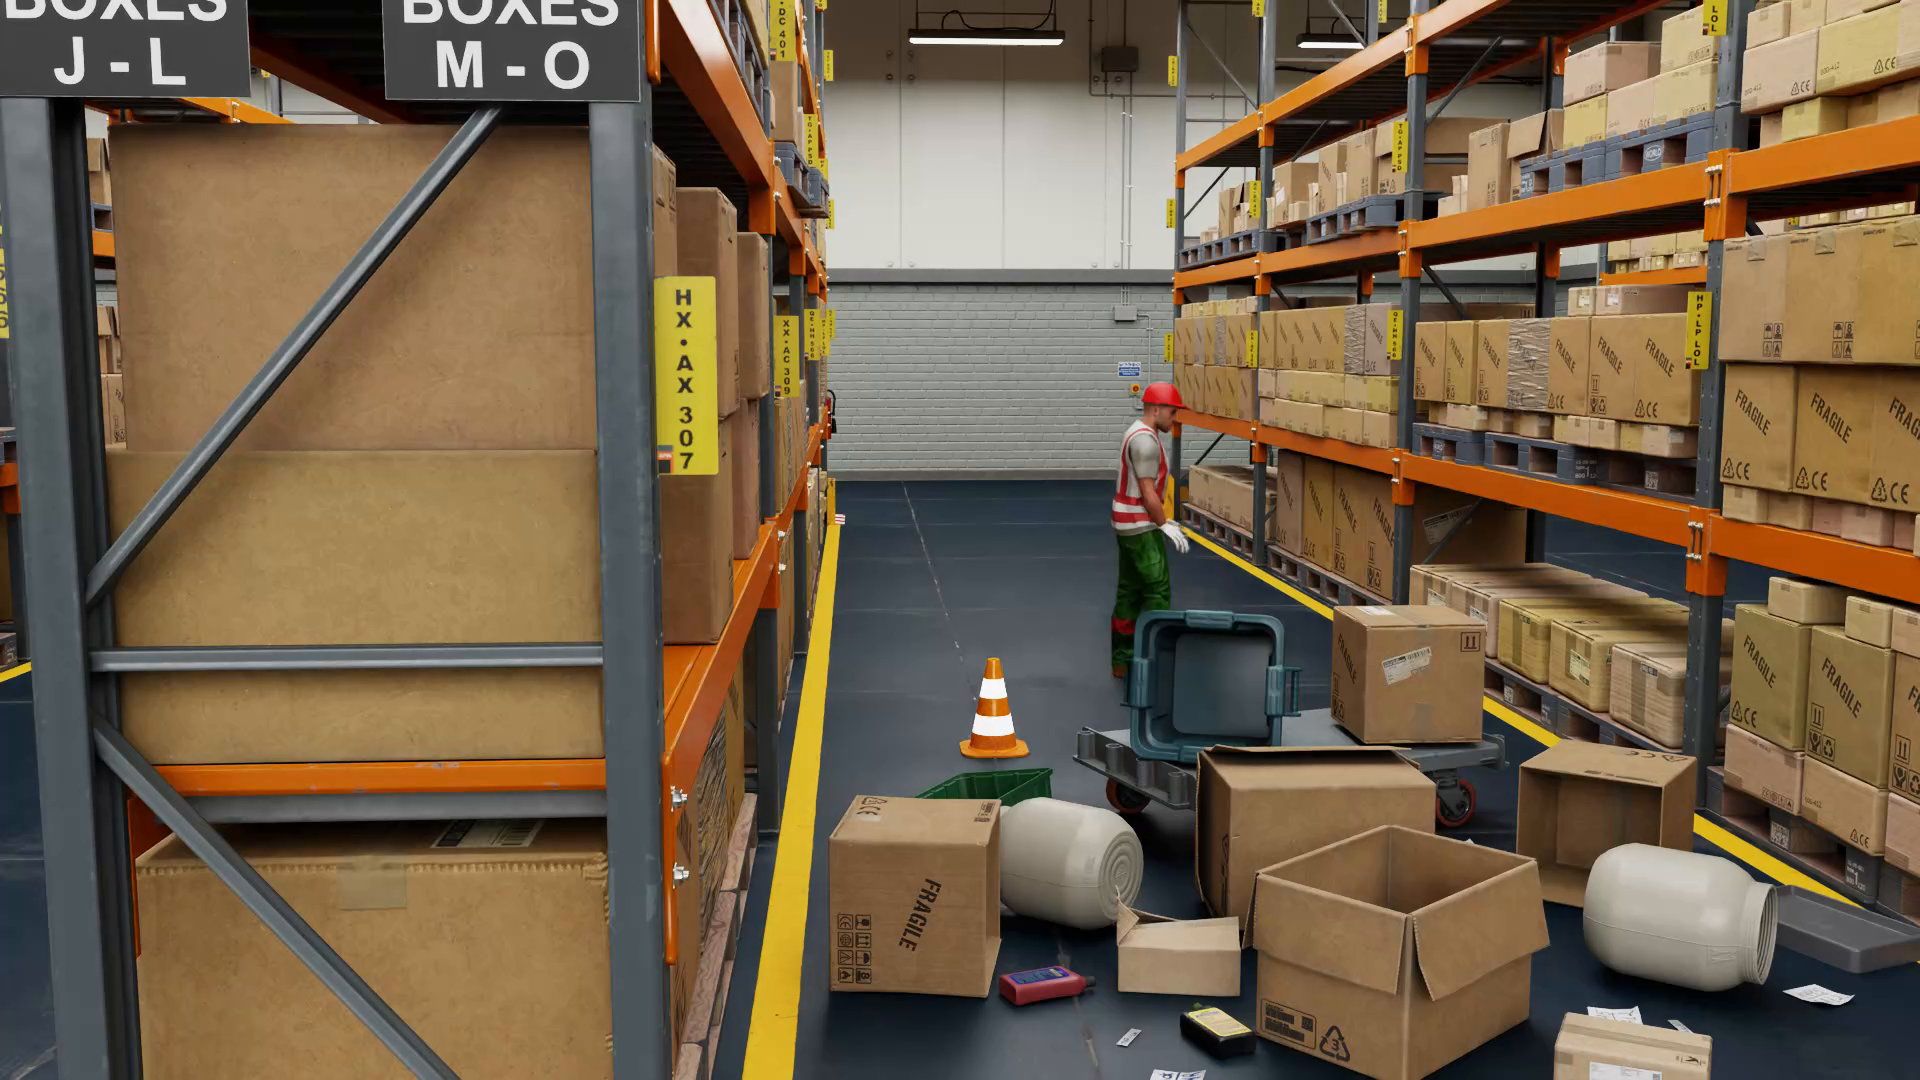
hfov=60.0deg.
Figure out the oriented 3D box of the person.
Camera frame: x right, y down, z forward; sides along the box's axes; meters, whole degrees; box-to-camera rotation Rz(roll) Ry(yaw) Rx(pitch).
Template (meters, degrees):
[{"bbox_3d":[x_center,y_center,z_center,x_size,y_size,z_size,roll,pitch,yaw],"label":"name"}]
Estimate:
[{"bbox_3d":[1.181,-0.043,9.896,0.562,1.784,0.563,0,7,2],"label":"person"}]
